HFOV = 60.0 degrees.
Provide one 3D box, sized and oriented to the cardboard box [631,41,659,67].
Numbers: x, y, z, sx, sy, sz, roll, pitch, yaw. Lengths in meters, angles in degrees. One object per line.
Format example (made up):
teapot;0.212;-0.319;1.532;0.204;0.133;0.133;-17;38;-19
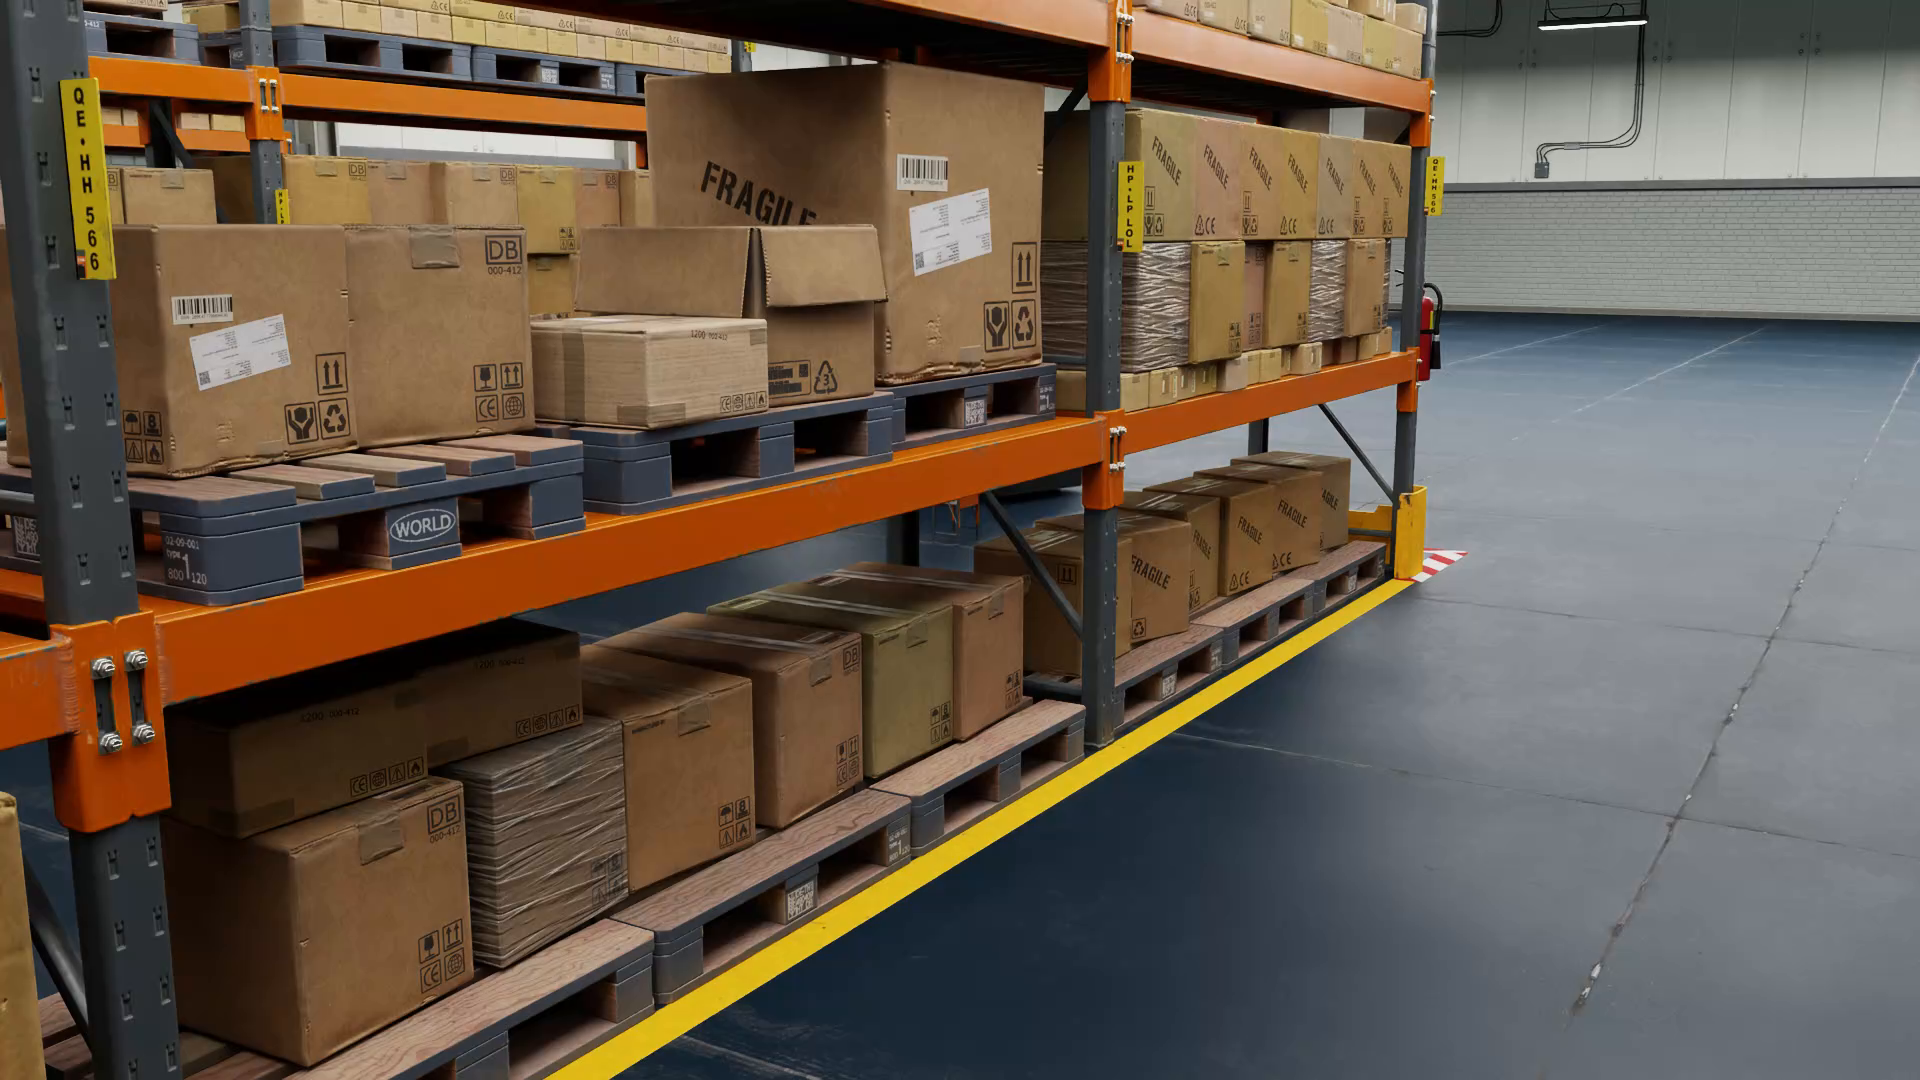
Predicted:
cardboard box;-2.237;-3.231;11.095;0.380;0.149;0.250;7;12;31

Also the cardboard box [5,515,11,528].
cardboard box;-4.784;-0.043;7.919;1.050;0.750;0.750;6;12;31

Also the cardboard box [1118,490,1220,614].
cardboard box;0.940;0.057;8.064;0.500;0.500;0.500;5;12;26

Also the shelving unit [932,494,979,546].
shelving unit;-0.028;-0.508;10.727;0.215;1.050;0.252;6;12;31

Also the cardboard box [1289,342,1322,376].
cardboard box;1.568;-0.905;8.236;0.380;0.149;0.250;6;12;31

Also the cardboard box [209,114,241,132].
cardboard box;-6.288;-3.512;14.007;0.380;0.149;0.250;6;12;31

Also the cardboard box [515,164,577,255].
cardboard box;-2.961;-2.113;10.660;0.875;0.550;0.500;6;12;31

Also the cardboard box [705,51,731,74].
cardboard box;-1.841;-3.351;11.734;0.380;0.149;0.250;6;12;31

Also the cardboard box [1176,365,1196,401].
cardboard box;0.768;-0.672;6.988;0.380;0.149;0.250;6;12;31

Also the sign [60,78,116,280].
sign;-1.449;-0.598;2.763;0.100;0.325;0.005;6;12;31

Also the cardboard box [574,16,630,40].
cardboard box;-2.495;-3.370;10.755;0.500;0.250;0.500;6;12;30

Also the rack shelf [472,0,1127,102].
rack shelf;-0.886;-1.516;4.621;1.077;0.370;4.000;6;12;31

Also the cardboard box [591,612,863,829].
cardboard box;-0.739;0.558;5.334;0.700;0.500;0.500;5;12;26

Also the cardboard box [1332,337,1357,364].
cardboard box;1.898;-1.030;8.901;0.380;0.149;0.250;6;12;31

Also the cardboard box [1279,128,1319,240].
cardboard box;1.371;-1.681;7.897;0.500;0.500;0.500;6;12;31

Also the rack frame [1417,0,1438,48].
rack frame;2.229;-4.288;9.319;1.000;3.000;0.127;6;12;31

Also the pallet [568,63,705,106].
pallet;-2.334;-3.142;11.591;1.003;0.211;1.213;6;12;31

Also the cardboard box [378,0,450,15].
cardboard box;-3.281;-3.132;9.482;0.500;0.250;0.500;6;12;30

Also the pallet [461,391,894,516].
pallet;-0.932;-0.302;4.852;1.003;0.211;1.213;6;12;31

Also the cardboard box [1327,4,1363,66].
cardboard box;1.665;-2.481;8.227;0.500;0.250;0.500;7;13;32

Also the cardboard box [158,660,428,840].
cardboard box;-1.603;0.454;3.849;0.500;0.250;0.500;7;13;33

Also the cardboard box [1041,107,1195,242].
cardboard box;0.603;-1.443;6.630;0.500;0.500;0.500;6;12;31

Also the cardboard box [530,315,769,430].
cardboard box;-0.858;-0.455;4.416;0.500;0.250;0.500;6;12;29

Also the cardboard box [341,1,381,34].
cardboard box;-3.422;-2.872;9.177;0.380;0.149;0.250;6;12;31

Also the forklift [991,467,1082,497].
forklift;-0.343;-1.952;13.330;1.130;2.935;3.031;-9;14;-39

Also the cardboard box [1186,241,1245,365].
cardboard box;0.728;-1.046;7.223;0.875;0.500;0.500;6;12;31

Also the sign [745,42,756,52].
sign;-1.502;-3.646;11.848;0.100;0.325;0.005;6;12;31

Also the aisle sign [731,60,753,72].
aisle sign;-1.665;-3.089;12.154;0.394;0.787;0.004;6;12;31

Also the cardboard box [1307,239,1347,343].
cardboard box;1.466;-1.286;8.507;0.875;0.500;0.500;6;12;31

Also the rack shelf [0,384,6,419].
rack shelf;-5.073;-0.532;7.513;1.077;0.370;4.000;6;12;31

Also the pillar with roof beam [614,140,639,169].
pillar with roof beam;-1.708;-7.161;24.665;9.100;9.000;0.400;6;12;31

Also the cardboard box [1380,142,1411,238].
cardboard box;2.154;-1.916;9.154;0.500;0.500;0.500;6;12;31

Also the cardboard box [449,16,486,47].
cardboard box;-3.029;-2.991;9.814;0.380;0.149;0.250;6;12;30

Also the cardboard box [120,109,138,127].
cardboard box;-6.733;-3.396;13.389;0.380;0.149;0.250;6;12;30

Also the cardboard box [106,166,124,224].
cardboard box;-4.553;-1.581;8.172;0.700;0.500;0.500;6;12;30

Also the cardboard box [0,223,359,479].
cardboard box;-1.679;-0.425;3.577;0.500;0.500;0.500;5;12;24

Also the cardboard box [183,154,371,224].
cardboard box;-3.814;-1.859;9.306;0.875;0.550;0.550;6;12;31

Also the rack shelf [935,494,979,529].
rack shelf;-0.028;-0.224;10.780;0.215;0.259;0.240;6;12;31

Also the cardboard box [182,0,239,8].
cardboard box;-3.999;-3.104;9.334;0.500;0.250;0.500;6;12;30

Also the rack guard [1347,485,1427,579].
rack guard;2.189;-0.099;10.037;1.175;0.500;0.348;6;12;31

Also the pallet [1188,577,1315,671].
pallet;1.103;0.359;8.378;1.003;0.211;1.213;6;12;31

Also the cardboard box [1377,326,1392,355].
cardboard box;2.257;-1.151;9.549;0.380;0.149;0.250;6;12;31

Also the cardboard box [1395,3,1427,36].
cardboard box;2.351;-2.862;9.180;0.380;0.149;0.250;6;12;31

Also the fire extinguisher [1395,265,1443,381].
fire extinguisher;2.682;-1.275;9.739;0.296;0.674;0.183;6;12;31

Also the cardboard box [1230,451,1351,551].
cardboard box;1.890;-0.220;9.546;0.500;0.500;0.500;9;14;41

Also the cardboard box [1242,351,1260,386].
cardboard box;1.149;-0.791;7.624;0.380;0.149;0.250;6;12;31

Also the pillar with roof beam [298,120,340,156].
pillar with roof beam;-4.823;-6.217;19.625;9.100;9.000;0.400;6;12;31

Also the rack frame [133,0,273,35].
rack frame;-4.035;-4.149;8.575;1.000;3.000;0.127;6;12;31

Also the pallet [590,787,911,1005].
pallet;-0.884;0.976;5.084;1.003;0.211;1.213;6;12;31

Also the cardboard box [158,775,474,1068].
cardboard box;-1.594;0.824;3.913;0.700;0.500;0.500;6;12;28

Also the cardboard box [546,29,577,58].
cardboard box;-2.633;-3.111;10.453;0.380;0.149;0.250;7;12;31

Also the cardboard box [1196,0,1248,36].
cardboard box;0.875;-2.241;6.943;0.500;0.250;0.500;6;12;30

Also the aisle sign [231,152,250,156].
aisle sign;-6.474;-3.603;14.899;0.394;0.787;0.004;6;12;31

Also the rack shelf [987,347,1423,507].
rack shelf;1.190;-0.671;8.257;1.077;0.370;4.000;6;12;31

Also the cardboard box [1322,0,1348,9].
cardboard box;1.669;-2.659;8.090;0.380;0.149;0.250;6;12;28
